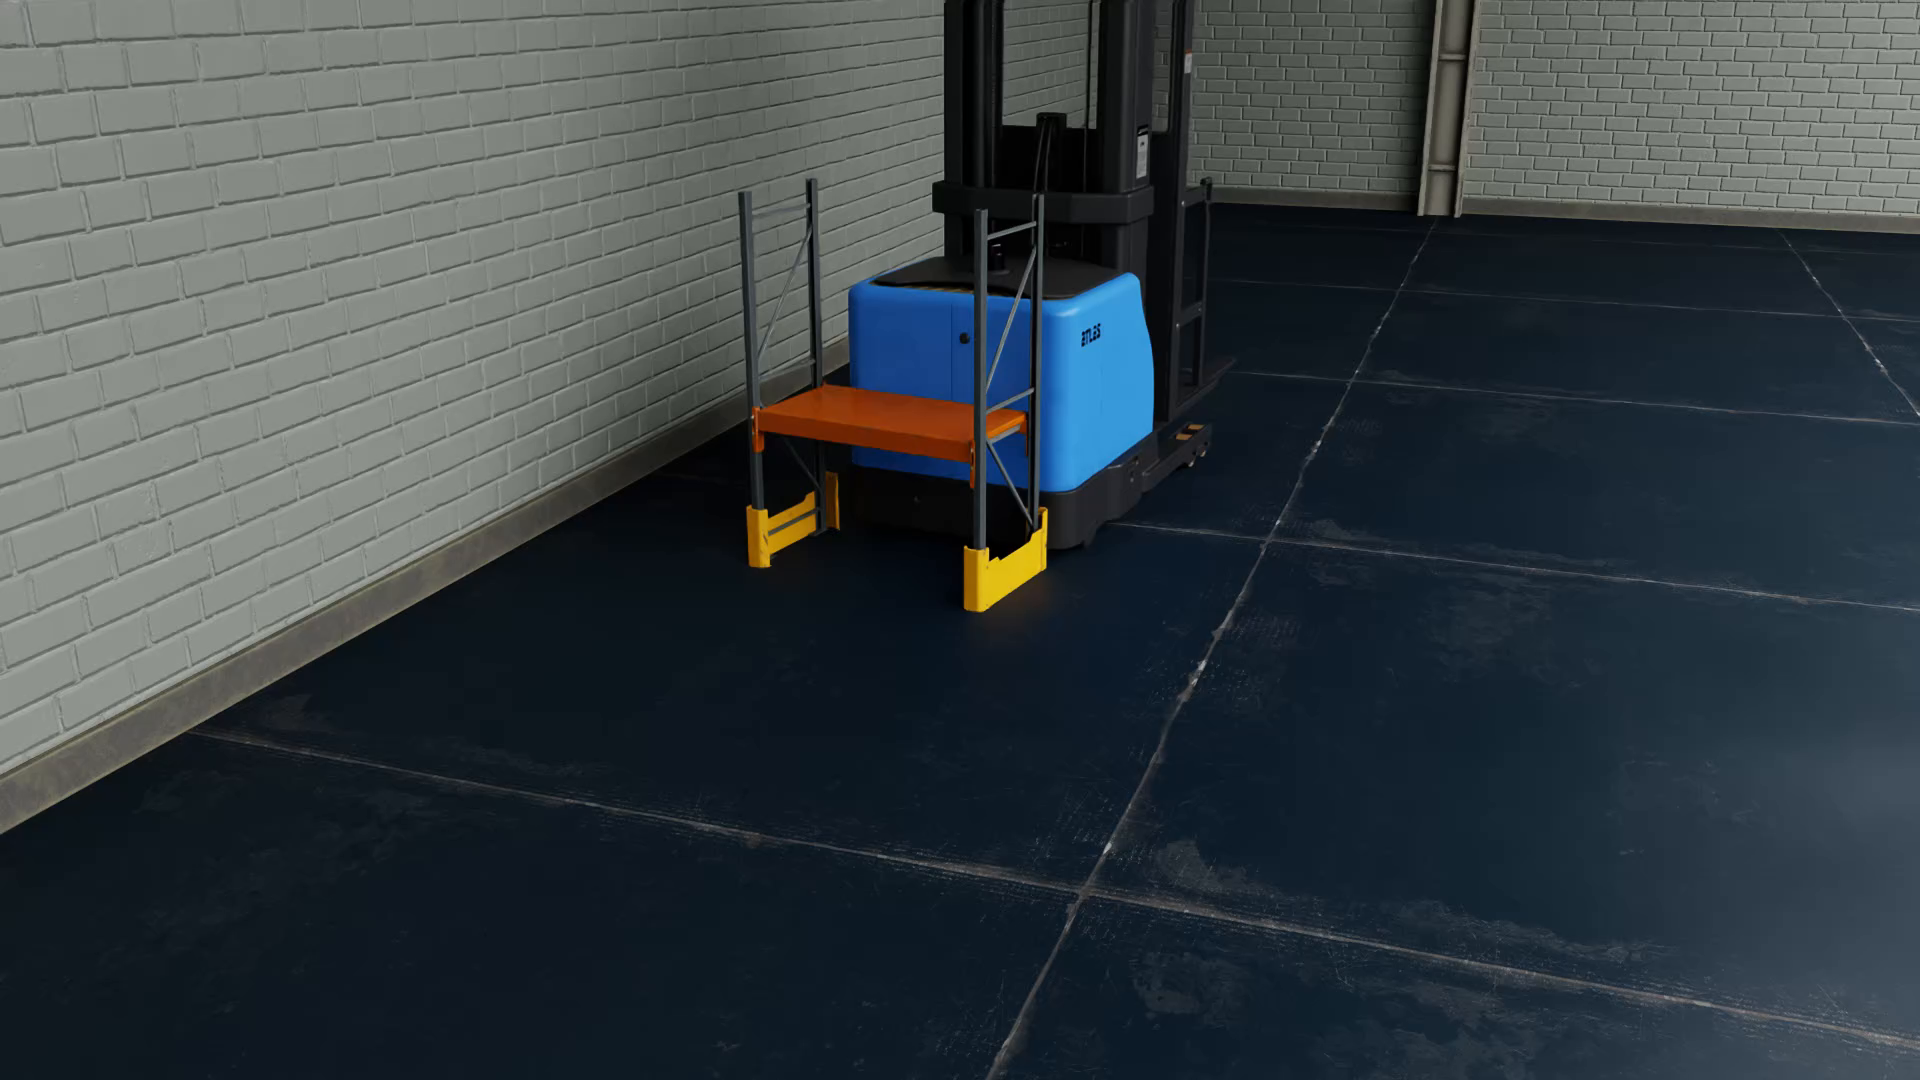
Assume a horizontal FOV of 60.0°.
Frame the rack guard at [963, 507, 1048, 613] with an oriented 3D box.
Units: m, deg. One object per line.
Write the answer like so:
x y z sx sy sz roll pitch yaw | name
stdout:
0.182 0.069 6.498 0.087 0.250 0.587 10 22 27 | rack guard

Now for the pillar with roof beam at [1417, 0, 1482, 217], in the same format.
3.244 -6.077 10.837 0.400 9.000 9.100 7 20 18 | pillar with roof beam

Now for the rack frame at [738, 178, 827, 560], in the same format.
-0.708 -0.682 6.753 0.032 1.500 0.500 10 22 27 | rack frame

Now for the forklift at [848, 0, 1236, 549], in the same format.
0.602 -1.790 7.758 1.130 2.935 3.031 9 21 23 | forklift

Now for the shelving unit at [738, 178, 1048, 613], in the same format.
-0.255 -0.600 6.518 1.083 1.500 0.587 10 22 27 | shelving unit

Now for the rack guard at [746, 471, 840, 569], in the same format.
-0.691 -0.088 6.950 0.087 0.250 0.587 10 22 27 | rack guard

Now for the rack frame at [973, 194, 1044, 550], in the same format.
0.183 -0.521 6.291 0.032 1.500 0.500 10 22 27 | rack frame

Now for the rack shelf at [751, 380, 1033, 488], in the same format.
-0.263 -0.431 6.582 1.000 0.185 0.538 10 22 27 | rack shelf
